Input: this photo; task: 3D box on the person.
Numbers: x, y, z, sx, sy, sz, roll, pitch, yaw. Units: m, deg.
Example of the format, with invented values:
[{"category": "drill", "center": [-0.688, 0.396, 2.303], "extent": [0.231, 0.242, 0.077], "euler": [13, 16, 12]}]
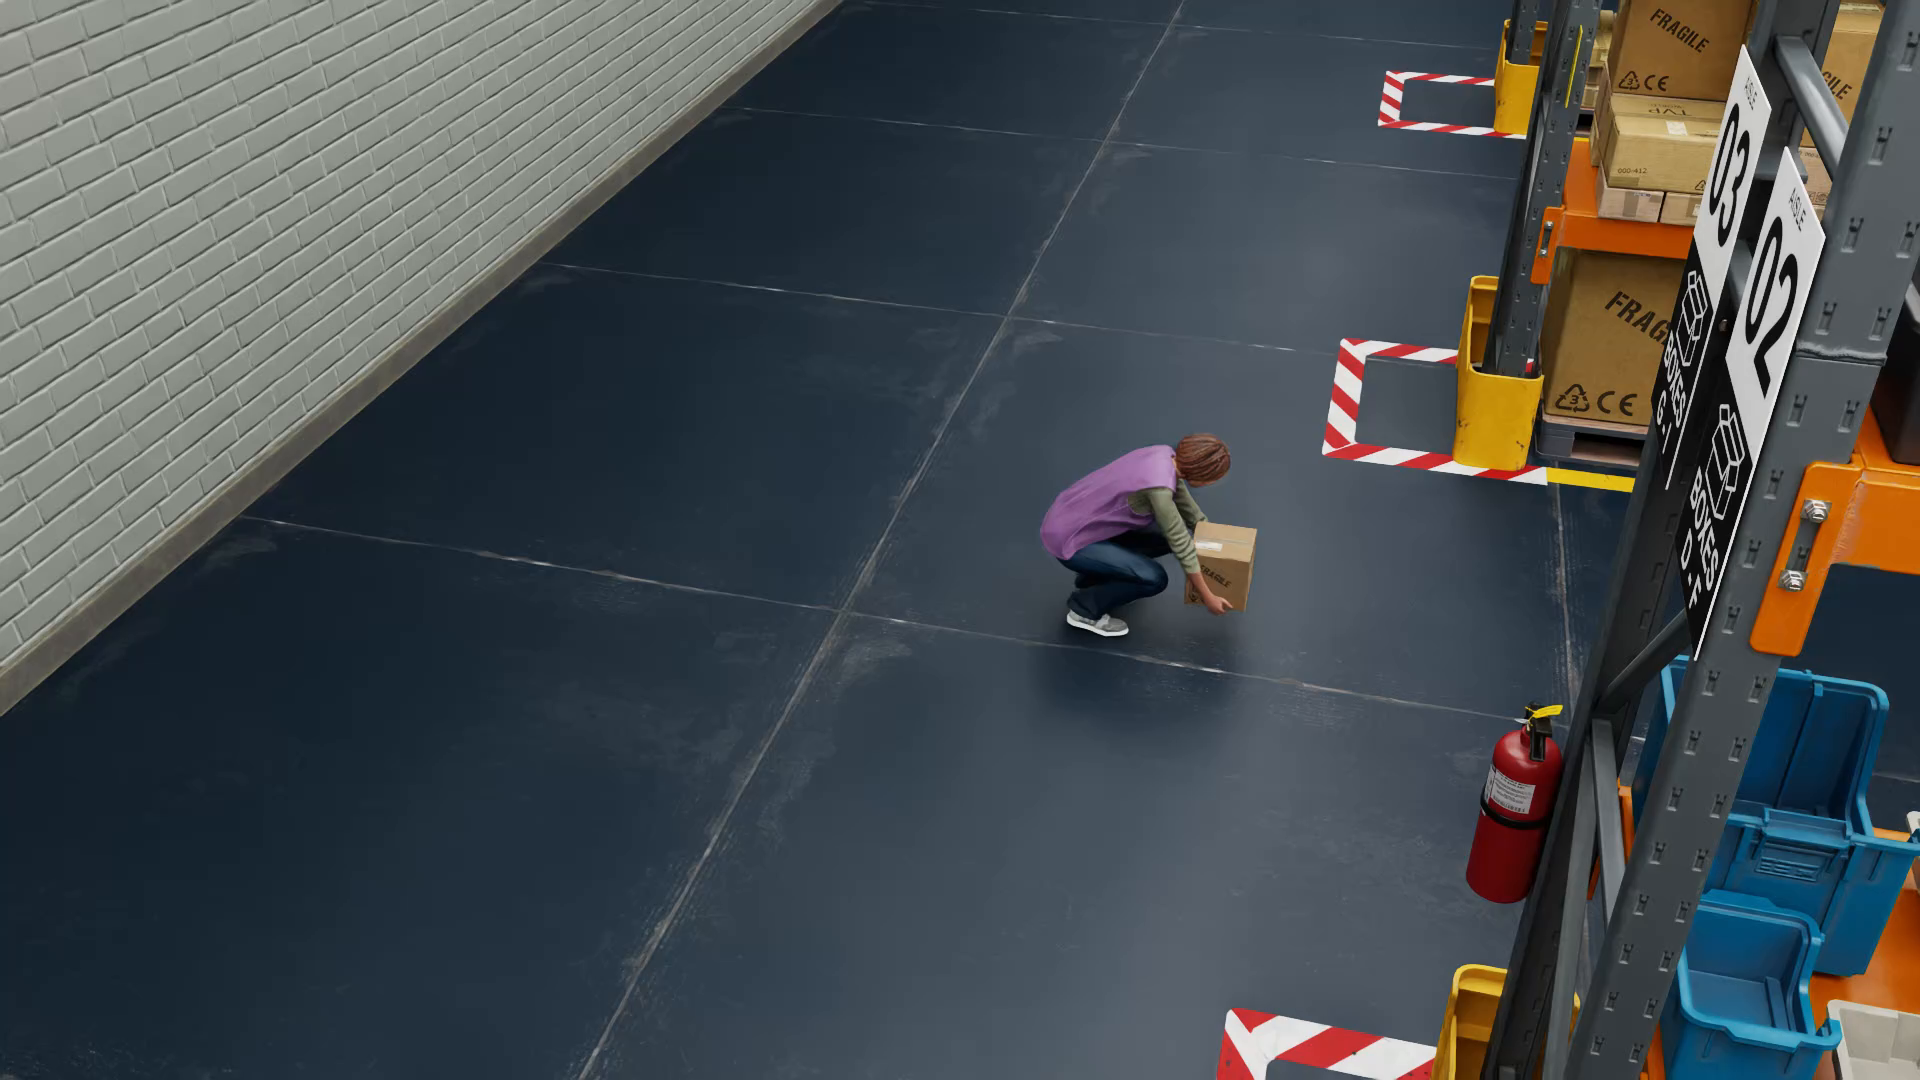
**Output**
[{"category": "person", "center": [0.747, -0.035, 6.855], "extent": [0.832, 0.890, 0.424], "euler": [8, 34, 12]}]
